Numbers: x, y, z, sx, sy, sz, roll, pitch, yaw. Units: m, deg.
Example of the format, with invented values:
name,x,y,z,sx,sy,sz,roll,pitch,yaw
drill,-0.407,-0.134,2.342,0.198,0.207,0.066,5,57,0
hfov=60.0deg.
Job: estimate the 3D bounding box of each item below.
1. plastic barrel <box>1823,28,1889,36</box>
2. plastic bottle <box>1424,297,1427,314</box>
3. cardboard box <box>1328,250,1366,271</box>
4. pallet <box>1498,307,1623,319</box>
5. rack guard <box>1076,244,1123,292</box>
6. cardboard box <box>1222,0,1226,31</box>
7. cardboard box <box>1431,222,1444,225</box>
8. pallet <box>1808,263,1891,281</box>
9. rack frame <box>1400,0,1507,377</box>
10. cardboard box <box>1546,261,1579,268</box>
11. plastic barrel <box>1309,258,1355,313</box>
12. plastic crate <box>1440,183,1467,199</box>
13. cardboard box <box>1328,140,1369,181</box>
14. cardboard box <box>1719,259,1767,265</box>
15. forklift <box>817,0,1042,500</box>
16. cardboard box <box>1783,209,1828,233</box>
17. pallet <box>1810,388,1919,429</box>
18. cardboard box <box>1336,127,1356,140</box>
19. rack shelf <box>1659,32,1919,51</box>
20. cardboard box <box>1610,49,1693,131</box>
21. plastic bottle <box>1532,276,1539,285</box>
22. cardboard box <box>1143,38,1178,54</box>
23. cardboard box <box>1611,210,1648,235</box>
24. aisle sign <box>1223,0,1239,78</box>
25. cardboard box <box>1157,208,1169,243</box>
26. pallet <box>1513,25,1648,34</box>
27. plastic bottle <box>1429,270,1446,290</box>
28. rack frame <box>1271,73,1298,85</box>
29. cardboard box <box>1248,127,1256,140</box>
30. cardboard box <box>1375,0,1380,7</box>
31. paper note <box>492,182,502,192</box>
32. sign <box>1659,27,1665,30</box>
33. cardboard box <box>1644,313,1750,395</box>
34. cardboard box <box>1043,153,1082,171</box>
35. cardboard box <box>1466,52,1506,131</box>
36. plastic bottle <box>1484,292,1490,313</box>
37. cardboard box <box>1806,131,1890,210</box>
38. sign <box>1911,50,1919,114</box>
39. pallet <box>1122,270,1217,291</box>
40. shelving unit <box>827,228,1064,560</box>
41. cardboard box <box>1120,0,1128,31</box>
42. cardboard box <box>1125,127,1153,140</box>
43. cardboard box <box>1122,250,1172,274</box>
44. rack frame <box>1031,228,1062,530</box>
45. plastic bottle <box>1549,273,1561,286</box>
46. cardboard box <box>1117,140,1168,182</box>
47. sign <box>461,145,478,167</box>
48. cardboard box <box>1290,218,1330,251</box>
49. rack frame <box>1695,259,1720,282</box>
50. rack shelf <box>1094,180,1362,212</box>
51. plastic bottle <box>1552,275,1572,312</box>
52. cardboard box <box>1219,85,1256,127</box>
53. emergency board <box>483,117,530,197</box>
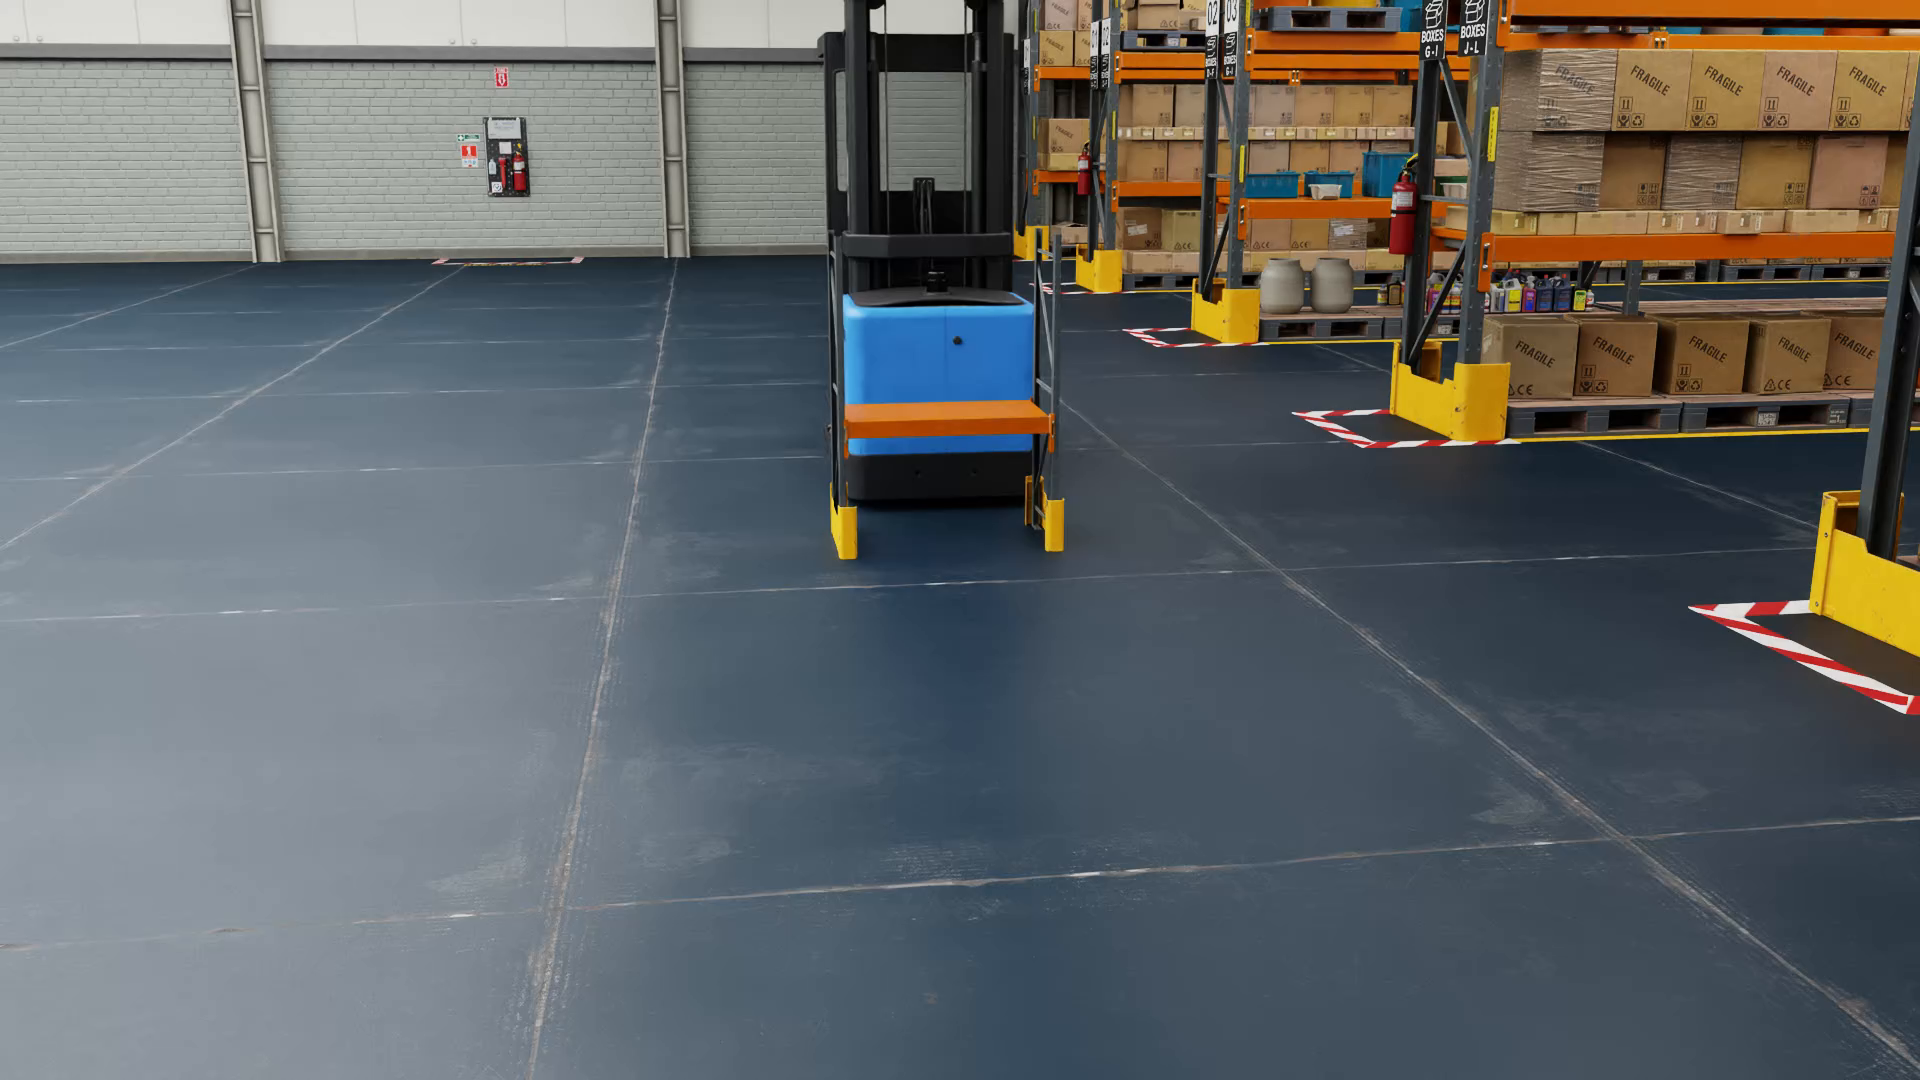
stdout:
name,x,y,z,sx,sy,sz,roll,pitch,yaw
plastic barrel,8.909,-5.376,16.444,0.708,0.830,0.600,-2,14,-8
plastic bottle,4.431,-2.275,15.975,0.097,0.201,0.097,0,14,0
cardboard box,4.789,-3.546,20.983,0.500,0.250,0.500,-2,14,-8
pallet,5.775,-2.202,16.570,1.213,0.211,1.003,-2,14,-8
rack guard,1.732,-3.403,20.762,0.348,0.500,1.175,-2,14,-8
cardboard box,3.438,-6.385,19.994,0.500,0.500,0.500,-2,14,-8
cardboard box,6.069,-3.987,21.588,0.500,0.311,0.500,-2,14,-8
pallet,11.614,-3.615,22.201,1.213,0.211,1.003,-2,14,-8
rack frame,3.228,-2.233,10.959,0.127,3.000,1.000,-2,14,-8
cardboard box,7.667,-3.642,21.366,0.500,0.250,0.500,-2,14,-7
plastic barrel,3.625,-2.482,16.202,0.421,0.512,0.421,0,14,0
plastic crate,4.877,-3.322,15.842,0.437,0.136,0.530,-2,14,-8
cardboard box,4.753,-4.771,20.875,0.500,0.500,0.700,-2,14,-9
cardboard box,10.159,-3.855,21.660,0.500,0.500,0.500,-1,14,-6
forklift,-0.267,-1.940,9.932,1.130,2.935,3.031,-2,14,-7
cardboard box,5.529,-2.127,11.052,0.250,0.149,0.380,-2,14,-8
pallet,6.524,-0.993,11.746,1.213,0.211,1.003,-2,14,-8
cardboard box,4.711,-5.034,20.591,0.250,0.149,0.380,-2,14,-8
rack shelf,8.423,-4.748,16.300,4.000,0.370,1.077,-2,14,-8
cardboard box,4.308,-2.882,10.673,0.500,0.500,0.500,-2,14,-8
plastic bottle,5.766,-2.515,16.764,0.133,0.283,0.061,-2,14,-8
cardboard box,2.958,-7.328,24.861,0.500,0.500,0.500,-1,14,-5
cardboard box,4.289,-2.088,10.898,0.250,0.149,0.380,-2,14,-8
aisle sign,2.462,-4.612,15.102,0.004,0.787,0.394,-2,14,-8
cardboard box,3.008,-4.847,25.617,0.500,0.500,0.700,-3,14,-12
pallet,5.746,-4.883,15.748,1.003,0.211,1.213,-2,14,-8
plastic bottle,4.794,-2.539,16.722,0.185,0.351,0.144,-2,14,-6
rack frame,4.969,-5.952,25.790,0.127,3.000,1.000,-2,14,-8
cardboard box,3.449,-4.989,20.409,0.250,0.149,0.380,-2,14,-9
cardboard box,5.174,-6.581,20.774,0.500,0.500,0.500,-1,14,-4
paper note,-6.990,-5.326,25.103,0.142,0.148,0.016,-2,14,-8
sign,6.516,-4.896,15.393,0.005,0.325,0.100,-2,14,-8
cardboard box,5.056,-1.291,11.478,0.500,0.500,0.500,-1,14,-3
cardboard box,1.544,-5.686,24.994,0.500,0.250,0.500,-3,14,-10
cardboard box,3.735,-2.990,11.106,0.500,0.500,0.500,-2,14,-8
plastic bottle,5.068,-2.298,16.068,0.097,0.201,0.097,0,14,0
cardboard box,5.750,-2.517,11.276,0.500,0.500,0.875,-2,14,-8
sign,3.800,-1.844,6.540,0.005,0.325,0.100,-2,14,-8
pallet,2.506,-3.301,20.951,1.213,0.211,1.003,-2,14,-8
shelving unit,-0.075,-0.725,8.028,1.083,1.500,0.587,-2,14,-8
cardboard box,2.440,-7.788,24.643,0.500,0.500,0.500,-2,14,-7
cardboard box,2.176,-4.942,20.221,0.250,0.149,0.380,-2,14,-9
cardboard box,2.319,-3.452,20.609,0.500,0.250,0.500,-2,14,-8
rack frame,0.418,-0.743,8.101,0.032,1.500,0.500,-2,14,-8
plastic bottle,5.830,-2.440,16.325,0.185,0.351,0.144,-2,14,-8
cardboard box,2.219,-4.678,20.504,0.500,0.500,0.700,-2,14,-8
sign,-7.367,-5.765,24.970,0.234,0.329,0.001,-2,14,-8
cardboard box,4.295,-3.891,20.818,0.500,0.500,0.500,-2,14,-8
rack frame,9.666,-4.906,21.617,0.127,3.000,1.000,-2,14,-8
rack shelf,3.733,-4.340,20.838,4.000,0.370,1.077,-2,14,-8
plastic bottle,5.851,-2.405,16.187,0.185,0.351,0.144,-2,14,-10
cardboard box,3.289,-5.348,20.509,0.500,0.500,0.700,-2,14,-8
emergency board,-6.805,-5.743,24.955,0.643,1.169,0.194,-2,14,-8
